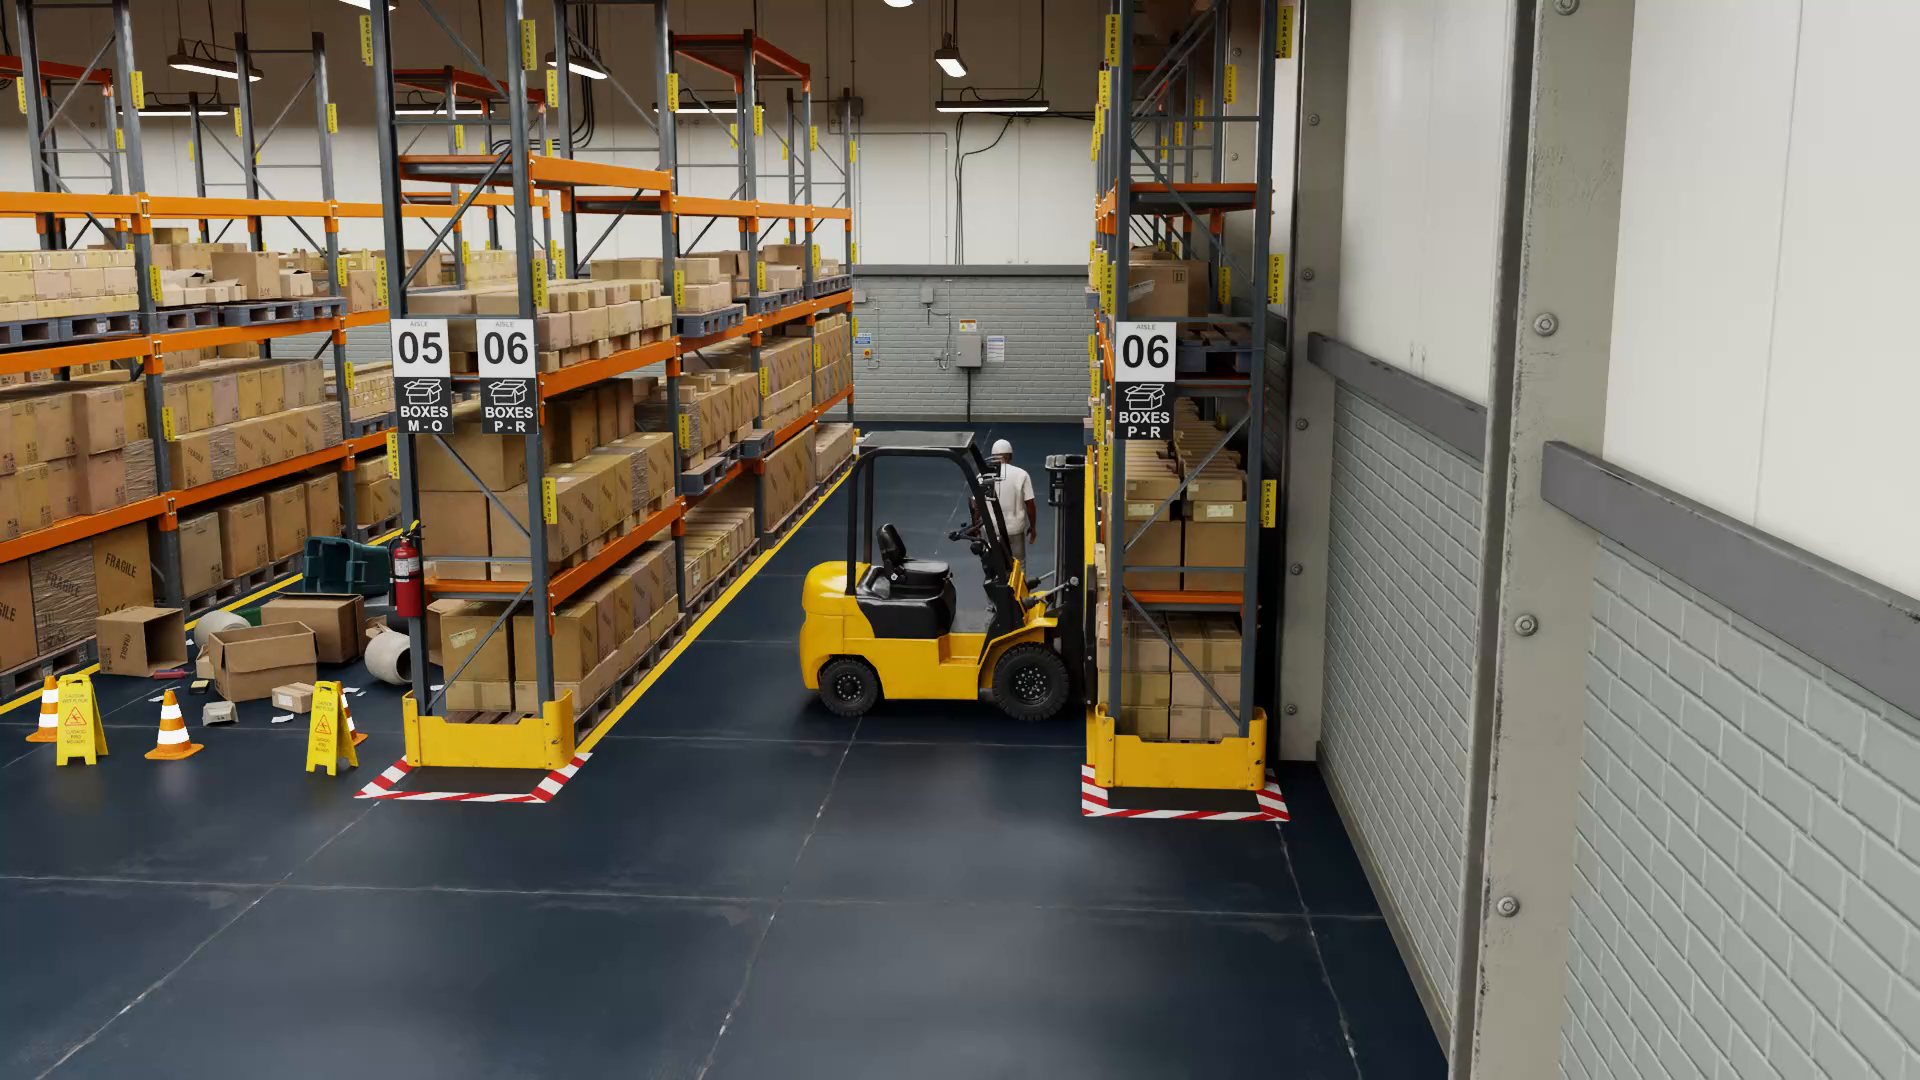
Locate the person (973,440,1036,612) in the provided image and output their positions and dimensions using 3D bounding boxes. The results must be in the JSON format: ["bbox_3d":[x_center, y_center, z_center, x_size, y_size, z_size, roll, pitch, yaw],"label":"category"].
[{"bbox_3d":[0.440,-0.117,16.495,0.637,1.761,0.460,0,11,2],"label":"person"}]
